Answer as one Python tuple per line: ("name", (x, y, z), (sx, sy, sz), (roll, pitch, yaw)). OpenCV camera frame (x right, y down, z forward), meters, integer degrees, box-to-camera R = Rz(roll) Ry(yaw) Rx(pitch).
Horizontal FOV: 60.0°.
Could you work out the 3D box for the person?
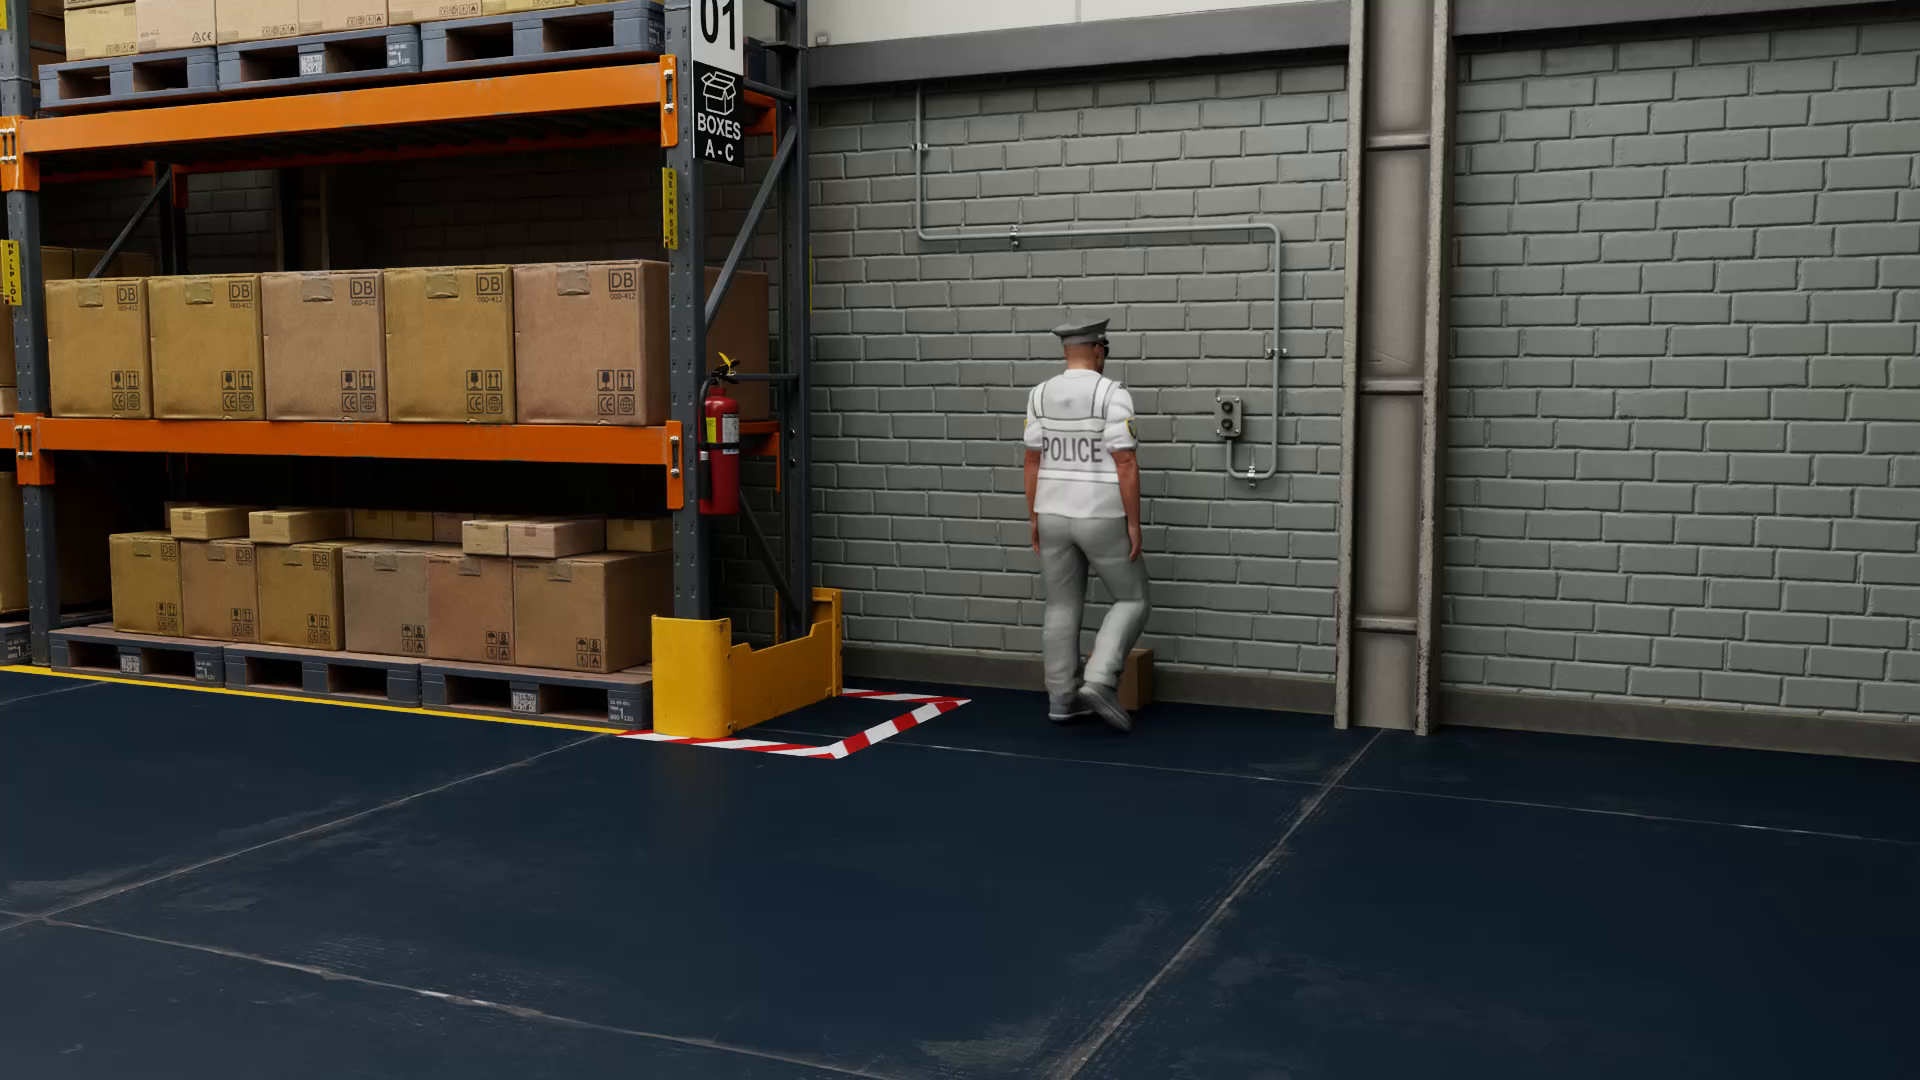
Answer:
("person", (0.532, -0.074, 7.157), (0.551, 1.773, 0.484), (3, 6, 31))
